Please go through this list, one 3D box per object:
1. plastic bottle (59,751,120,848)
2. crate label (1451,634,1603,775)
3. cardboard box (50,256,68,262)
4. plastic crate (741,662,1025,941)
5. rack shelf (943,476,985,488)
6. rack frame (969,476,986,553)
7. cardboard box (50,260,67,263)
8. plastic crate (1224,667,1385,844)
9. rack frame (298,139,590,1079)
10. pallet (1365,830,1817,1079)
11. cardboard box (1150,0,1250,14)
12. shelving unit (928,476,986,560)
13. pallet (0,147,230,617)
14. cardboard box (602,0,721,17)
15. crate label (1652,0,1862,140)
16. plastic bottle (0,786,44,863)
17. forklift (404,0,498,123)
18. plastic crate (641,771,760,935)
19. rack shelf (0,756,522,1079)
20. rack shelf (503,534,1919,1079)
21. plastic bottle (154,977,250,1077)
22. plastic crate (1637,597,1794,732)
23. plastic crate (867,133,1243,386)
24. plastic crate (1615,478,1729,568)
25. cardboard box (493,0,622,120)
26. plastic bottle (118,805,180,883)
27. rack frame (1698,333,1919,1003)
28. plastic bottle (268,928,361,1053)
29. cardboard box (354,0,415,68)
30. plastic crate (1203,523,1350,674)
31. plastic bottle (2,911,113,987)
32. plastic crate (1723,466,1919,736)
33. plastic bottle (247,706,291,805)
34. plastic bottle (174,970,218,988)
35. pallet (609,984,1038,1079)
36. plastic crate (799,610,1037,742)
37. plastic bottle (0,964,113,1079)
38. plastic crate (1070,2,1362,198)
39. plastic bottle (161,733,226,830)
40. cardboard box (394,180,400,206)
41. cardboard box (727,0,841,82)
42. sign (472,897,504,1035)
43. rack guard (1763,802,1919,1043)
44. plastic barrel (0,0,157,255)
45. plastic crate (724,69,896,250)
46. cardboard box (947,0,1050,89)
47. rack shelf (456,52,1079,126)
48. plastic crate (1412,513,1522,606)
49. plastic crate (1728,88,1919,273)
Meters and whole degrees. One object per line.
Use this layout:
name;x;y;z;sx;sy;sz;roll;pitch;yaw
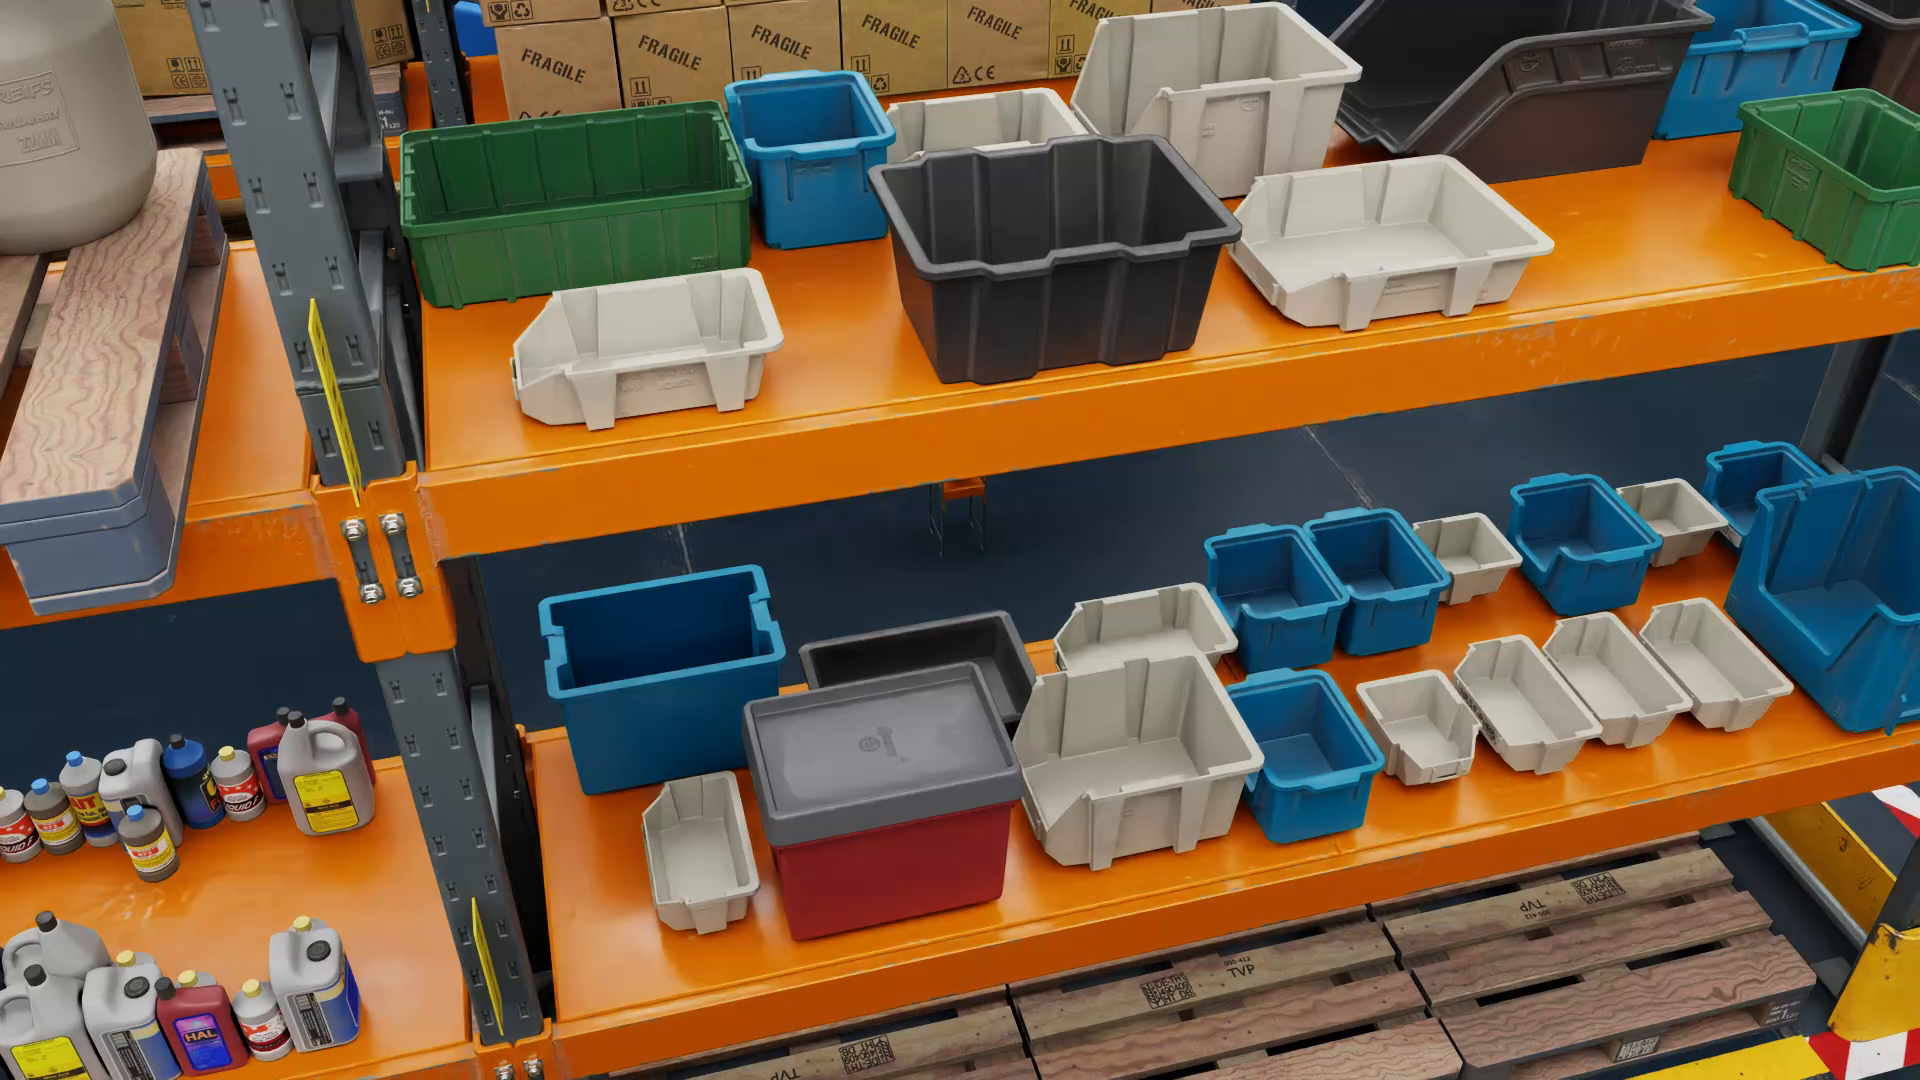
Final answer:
plastic bottle;-2.127;0.625;4.071;0.097;0.271;0.097;0;37;0
crate label;1.467;0.442;4.371;0.243;0.136;0.396;-9;38;-12
cardboard box;-4.412;-1.245;8.105;0.500;0.500;0.500;-11;39;-14
plastic crate;-0.181;0.620;3.869;0.583;0.464;0.402;-9;38;-12
rack shelf;-0.014;-0.344;6.982;0.180;0.103;0.258;-9;38;-12
rack frame;0.074;-0.489;6.901;0.006;1.200;0.240;-9;38;-12
cardboard box;-4.252;-0.944;7.710;0.500;0.500;0.500;-11;39;-13
plastic crate;0.837;0.548;4.153;0.300;0.233;0.416;-9;38;-12
rack frame;-1.109;0.663;3.914;0.127;3.000;1.000;-9;38;-12
pallet;1.947;1.245;5.449;1.213;0.211;1.003;-9;38;-12
cardboard box;1.104;-2.686;8.210;0.500;0.500;0.500;-8;38;-11
shelving unit;-0.014;-0.474;6.882;0.189;1.200;0.258;-9;38;-12
pallet;-1.840;-0.272;2.823;1.003;0.211;1.213;-9;38;-12
cardboard box;-1.370;-2.671;7.368;0.500;0.500;0.500;-10;39;-13
crate label;1.778;-1.146;3.933;0.502;0.251;0.408;-9;38;-12
plastic bottle;-2.315;0.683;4.052;0.097;0.201;0.097;0;37;0
forklift;-3.291;-3.847;9.866;3.031;2.935;1.130;17;41;21
plastic crate;-0.622;0.754;3.963;0.243;0.136;0.396;-9;38;-12
rack shelf;-3.040;1.266;3.719;4.000;0.370;1.077;-9;38;-12
rack shelf;0.822;0.632;4.547;4.000;0.370;1.077;-9;38;-12
plastic bottle;-1.616;1.025;3.537;0.133;0.283;0.061;-9;38;-12
plastic crate;2.013;0.346;4.497;0.243;0.136;0.396;-9;38;-12
plastic crate;0.162;-0.512;3.089;0.590;0.269;0.497;-9;38;-12
plastic crate;2.097;-0.041;5.003;0.298;0.136;0.250;-9;38;-12
cardboard box;-1.833;-2.203;7.579;0.500;0.500;0.500;-8;38;-11
plastic bottle;-1.958;0.720;4.003;0.097;0.201;0.097;0;37;0
rack frame;2.753;0.030;4.742;0.127;3.000;1.000;-9;38;-12
plastic bottle;-1.405;0.965;3.622;0.135;0.276;0.152;-9;38;-12
cardboard box;-2.912;-2.505;7.629;0.500;0.500;0.700;-23;43;-27
plastic crate;0.868;0.174;4.642;0.300;0.233;0.416;-9;38;-12
plastic bottle;-1.948;0.936;3.598;0.185;0.351;0.144;-9;38;-12
plastic crate;2.478;0.154;4.501;0.499;0.435;0.616;-9;38;-12
plastic bottle;-1.703;0.539;4.173;0.133;0.283;0.061;-9;38;-12
plastic bottle;-1.654;1.014;3.619;0.097;0.201;0.097;0;37;0
pallet;-0.409;1.632;4.943;1.213;0.211;1.003;-9;38;-12
plastic crate;-0.098;0.414;4.417;0.590;0.125;0.437;-9;38;-12
plastic bottle;-1.911;1.020;3.488;0.185;0.351;0.144;-9;38;-12
plastic crate;0.533;-0.945;3.645;0.530;0.282;0.437;-9;38;-12
plastic bottle;-1.903;0.588;4.119;0.097;0.271;0.097;0;37;0
cardboard box;-2.927;-1.491;8.426;0.500;0.500;0.500;-11;39;-14
cardboard box;-0.856;-2.364;7.790;0.500;0.500;0.500;-10;38;-12
sign;-0.967;0.876;3.408;0.005;0.325;0.100;-9;38;-12
rack guard;2.773;1.011;5.517;0.348;0.500;1.175;-9;38;-12
plastic barrel;-1.682;-0.813;2.917;0.433;0.535;0.433;0;37;0
plastic crate;-0.313;-0.793;3.487;0.300;0.233;0.416;-9;38;-12
cardboard box;0.121;-2.525;8.000;0.500;0.500;0.500;-9;38;-12
rack shelf;-0.466;-2.274;8.346;4.000;0.370;1.077;-9;38;-12
plastic crate;1.443;0.066;4.862;0.298;0.136;0.250;-9;38;-12
plastic crate;1.875;-0.754;3.472;0.336;0.188;0.450;-9;38;-12
